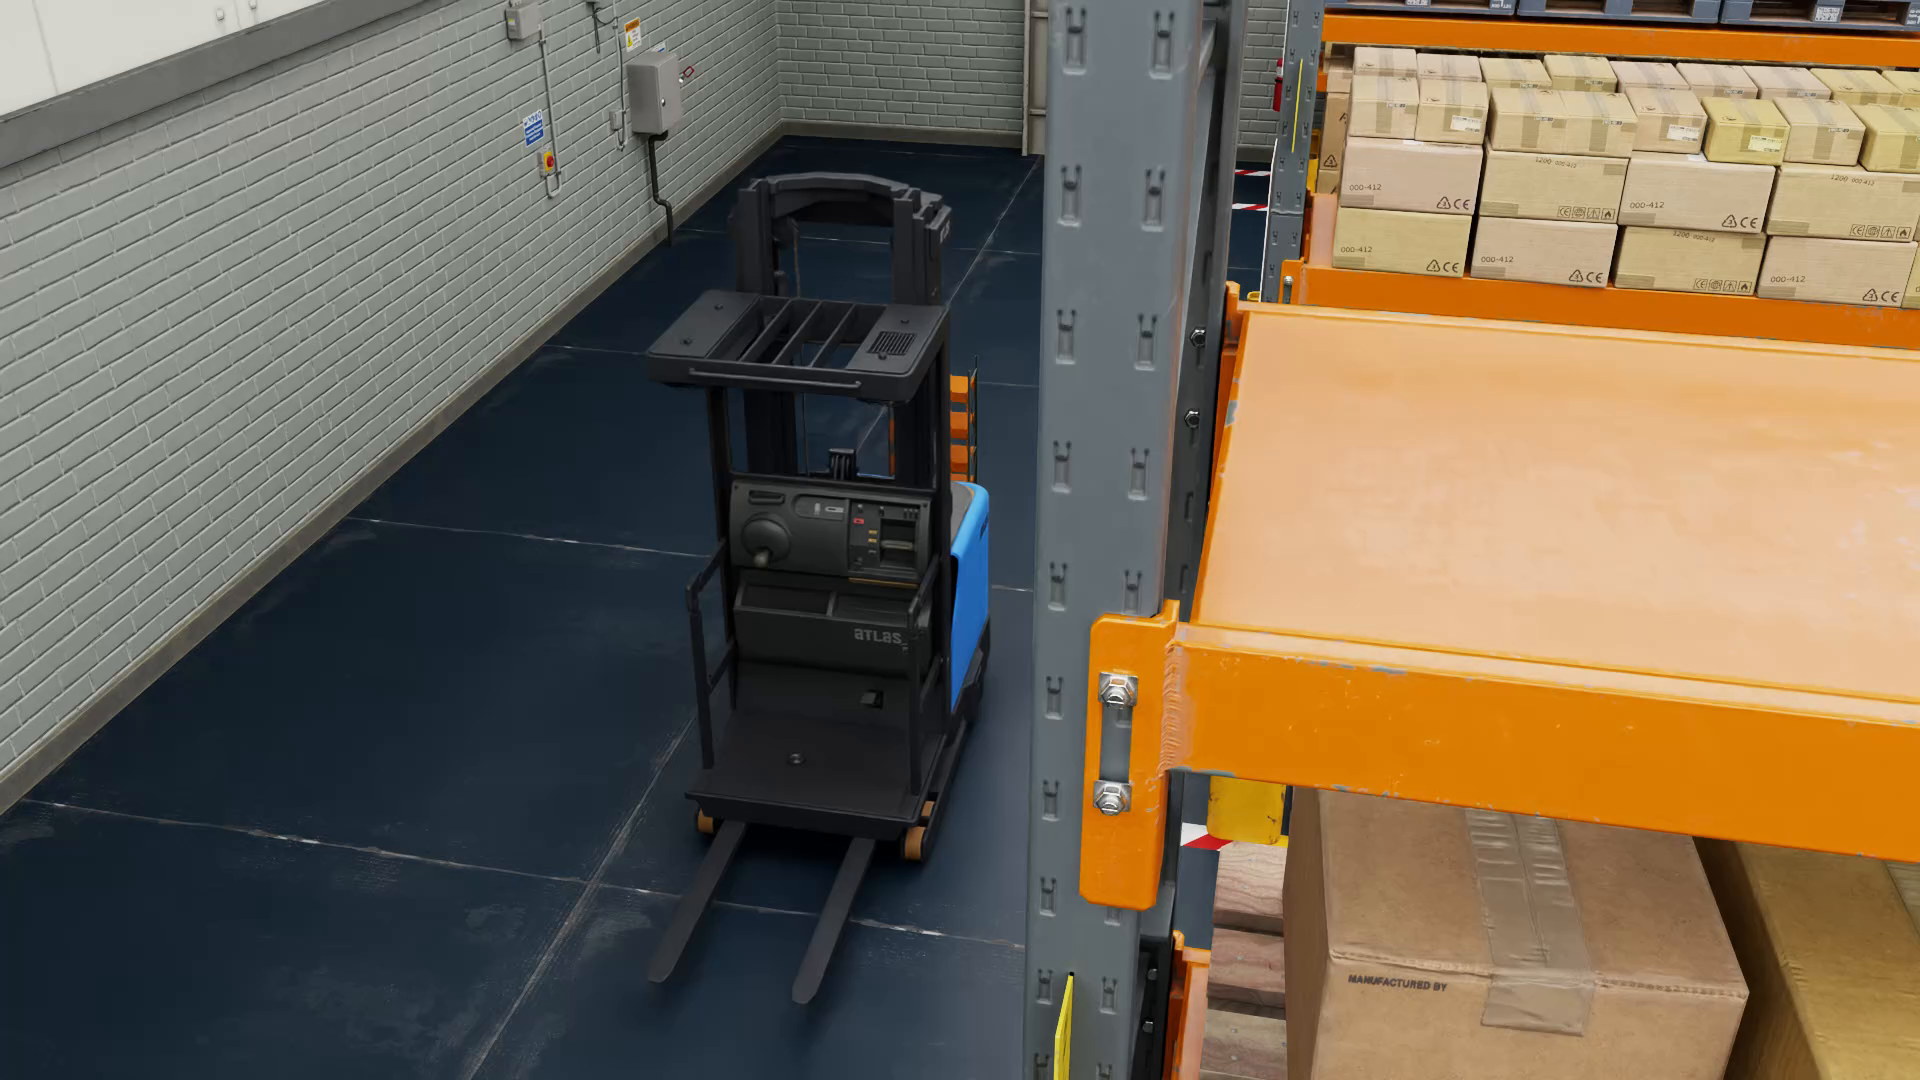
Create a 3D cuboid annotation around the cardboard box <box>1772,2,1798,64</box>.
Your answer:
[{"bbox_3d":[7.680,-4.518,14.999,0.500,0.500,0.700,7,29,12],"label":"cardboard box"}]

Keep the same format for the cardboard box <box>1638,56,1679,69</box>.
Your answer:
[{"bbox_3d":[4.707,-3.137,11.198,0.250,0.149,0.380,6,29,10],"label":"cardboard box"}]

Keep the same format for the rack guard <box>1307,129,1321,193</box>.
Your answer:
[{"bbox_3d":[3.416,-3.741,16.724,0.348,0.500,1.175,6,29,11],"label":"rack guard"}]

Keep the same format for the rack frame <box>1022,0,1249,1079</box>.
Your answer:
[{"bbox_3d":[0.240,-0.491,1.937,0.127,3.000,1.000,6,29,11],"label":"rack frame"}]

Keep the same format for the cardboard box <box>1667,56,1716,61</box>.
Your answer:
[{"bbox_3d":[6.705,-4.445,15.253,0.500,0.250,0.500,7,29,12],"label":"cardboard box"}]

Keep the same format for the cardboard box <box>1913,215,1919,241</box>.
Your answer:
[{"bbox_3d":[3.764,-1.281,6.140,0.500,0.250,0.500,7,29,13],"label":"cardboard box"}]

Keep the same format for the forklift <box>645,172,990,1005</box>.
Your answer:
[{"bbox_3d":[-0.633,0.005,7.350,1.130,2.935,3.031,6,29,10],"label":"forklift"}]

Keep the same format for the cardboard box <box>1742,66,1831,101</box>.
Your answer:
[{"bbox_3d":[3.261,-1.762,6.604,0.250,0.149,0.380,5,29,9],"label":"cardboard box"}]

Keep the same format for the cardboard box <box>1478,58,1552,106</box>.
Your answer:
[{"bbox_3d":[2.233,-1.831,6.730,0.250,0.149,0.380,5,29,9],"label":"cardboard box"}]

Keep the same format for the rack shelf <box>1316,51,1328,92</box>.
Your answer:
[{"bbox_3d":[5.298,-4.328,15.944,4.000,0.370,1.077,6,29,11],"label":"rack shelf"}]

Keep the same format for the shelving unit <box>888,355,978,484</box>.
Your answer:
[{"bbox_3d":[-0.162,-0.543,10.154,0.503,1.200,0.258,6,29,11],"label":"shelving unit"}]

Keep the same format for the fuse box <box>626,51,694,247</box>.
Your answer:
[{"bbox_3d":[-2.629,-3.474,14.976,0.414,1.711,0.539,6,29,11],"label":"fuse box"}]

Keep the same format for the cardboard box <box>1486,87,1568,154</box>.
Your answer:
[{"bbox_3d":[2.139,-1.588,6.285,0.250,0.149,0.380,6,29,10],"label":"cardboard box"}]

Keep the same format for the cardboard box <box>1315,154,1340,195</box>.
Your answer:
[{"bbox_3d":[2.719,-2.374,11.521,0.500,0.500,0.500,6,29,10],"label":"cardboard box"}]

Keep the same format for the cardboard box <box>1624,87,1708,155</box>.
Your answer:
[{"bbox_3d":[2.651,-1.587,6.283,0.250,0.149,0.380,7,29,12],"label":"cardboard box"}]

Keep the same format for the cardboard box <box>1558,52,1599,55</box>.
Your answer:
[{"bbox_3d":[5.727,-4.544,15.435,0.500,0.250,0.500,6,29,10],"label":"cardboard box"}]

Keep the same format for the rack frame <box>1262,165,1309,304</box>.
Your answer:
[{"bbox_3d":[1.374,-0.178,7.614,0.127,3.000,1.000,6,29,11],"label":"rack frame"}]

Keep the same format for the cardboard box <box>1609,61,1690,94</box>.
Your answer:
[{"bbox_3d":[2.749,-1.802,6.676,0.250,0.149,0.380,5,29,9],"label":"cardboard box"}]

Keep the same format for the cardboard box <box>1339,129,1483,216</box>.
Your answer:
[{"bbox_3d":[1.759,-1.481,6.505,0.500,0.250,0.500,6,29,11],"label":"cardboard box"}]

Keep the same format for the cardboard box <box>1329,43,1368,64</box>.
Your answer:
[{"bbox_3d":[2.702,-3.338,11.565,0.250,0.149,0.380,6,29,11],"label":"cardboard box"}]

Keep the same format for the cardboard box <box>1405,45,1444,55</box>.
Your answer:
[{"bbox_3d":[3.225,-3.338,11.564,0.250,0.149,0.380,6,29,10],"label":"cardboard box"}]

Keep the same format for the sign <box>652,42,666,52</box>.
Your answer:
[{"bbox_3d":[-2.728,-4.251,15.151,0.001,0.494,0.329,6,29,11],"label":"sign"}]

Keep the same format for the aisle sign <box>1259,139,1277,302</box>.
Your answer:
[{"bbox_3d":[1.240,-1.185,6.746,0.004,0.787,0.394,6,29,11],"label":"aisle sign"}]

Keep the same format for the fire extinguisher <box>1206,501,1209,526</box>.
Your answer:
[{"bbox_3d":[1.224,-0.223,8.164,0.183,0.674,0.296,6,29,11],"label":"fire extinguisher"}]

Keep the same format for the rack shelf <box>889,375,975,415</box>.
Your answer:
[{"bbox_3d":[-0.162,-0.888,9.966,0.480,0.148,0.258,6,29,11],"label":"rack shelf"}]

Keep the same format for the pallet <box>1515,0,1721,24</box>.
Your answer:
[{"bbox_3d":[4.233,-3.599,10.831,1.213,0.211,1.003,6,29,11],"label":"pallet"}]

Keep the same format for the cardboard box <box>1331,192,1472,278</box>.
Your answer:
[{"bbox_3d":[1.760,-1.263,6.628,0.500,0.250,0.500,7,29,12],"label":"cardboard box"}]

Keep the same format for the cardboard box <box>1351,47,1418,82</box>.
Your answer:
[{"bbox_3d":[1.761,-1.927,6.905,0.250,0.149,0.380,6,29,10],"label":"cardboard box"}]

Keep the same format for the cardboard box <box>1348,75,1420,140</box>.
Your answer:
[{"bbox_3d":[1.643,-1.683,6.459,0.250,0.149,0.380,6,29,10],"label":"cardboard box"}]

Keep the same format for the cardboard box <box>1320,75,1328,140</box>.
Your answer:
[{"bbox_3d":[2.830,-3.059,11.731,0.500,0.500,0.500,7,29,12],"label":"cardboard box"}]

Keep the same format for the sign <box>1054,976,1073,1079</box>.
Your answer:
[{"bbox_3d":[0.118,0.667,1.954,0.005,0.325,0.100,6,29,11],"label":"sign"}]

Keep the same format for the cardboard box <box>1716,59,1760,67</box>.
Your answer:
[{"bbox_3d":[5.223,-3.110,11.149,0.250,0.149,0.380,6,29,10],"label":"cardboard box"}]

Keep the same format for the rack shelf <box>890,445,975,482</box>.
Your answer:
[{"bbox_3d":[-0.162,-0.484,10.187,0.480,0.148,0.258,6,29,11],"label":"rack shelf"}]

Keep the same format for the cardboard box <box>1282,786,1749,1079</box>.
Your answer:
[{"bbox_3d":[0.759,0.580,2.460,0.500,0.500,0.700,4,29,7],"label":"cardboard box"}]

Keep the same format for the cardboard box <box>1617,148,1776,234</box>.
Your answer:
[{"bbox_3d":[2.751,-1.373,6.309,0.500,0.250,0.500,6,29,11],"label":"cardboard box"}]

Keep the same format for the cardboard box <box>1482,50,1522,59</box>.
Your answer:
[{"bbox_3d":[3.704,-3.234,11.374,0.250,0.149,0.380,6,29,10],"label":"cardboard box"}]

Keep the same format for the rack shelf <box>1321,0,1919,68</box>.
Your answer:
[{"bbox_3d":[4.265,-3.313,10.965,4.000,0.370,1.077,6,29,11],"label":"rack shelf"}]

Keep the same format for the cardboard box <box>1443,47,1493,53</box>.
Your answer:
[{"bbox_3d":[4.719,-4.638,15.606,0.500,0.250,0.500,5,29,10],"label":"cardboard box"}]

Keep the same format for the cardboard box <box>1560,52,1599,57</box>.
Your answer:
[{"bbox_3d":[4.214,-3.201,11.314,0.250,0.149,0.380,7,29,12],"label":"cardboard box"}]

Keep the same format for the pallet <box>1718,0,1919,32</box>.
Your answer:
[{"bbox_3d":[5.423,-3.476,10.606,1.213,0.211,1.003,6,29,11],"label":"pallet"}]

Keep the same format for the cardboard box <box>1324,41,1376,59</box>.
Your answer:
[{"bbox_3d":[3.729,-4.737,15.788,0.500,0.250,0.500,6,29,11],"label":"cardboard box"}]

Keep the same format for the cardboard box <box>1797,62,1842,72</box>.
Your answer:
[{"bbox_3d":[5.712,-3.051,11.040,0.250,0.149,0.380,6,29,11],"label":"cardboard box"}]

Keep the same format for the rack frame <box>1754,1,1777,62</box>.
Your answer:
[{"bbox_3d":[7.254,-4.443,15.405,0.127,3.000,1.000,6,29,11],"label":"rack frame"}]

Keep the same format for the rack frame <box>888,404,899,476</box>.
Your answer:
[{"bbox_3d":[-0.401,-0.567,10.199,0.015,1.200,0.240,6,29,11],"label":"rack frame"}]

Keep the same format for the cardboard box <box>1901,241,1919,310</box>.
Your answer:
[{"bbox_3d":[3.767,-1.056,6.249,0.500,0.250,0.500,6,29,10],"label":"cardboard box"}]

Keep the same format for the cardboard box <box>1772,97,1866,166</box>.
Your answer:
[{"bbox_3d":[3.156,-1.513,6.150,0.250,0.149,0.380,7,29,12],"label":"cardboard box"}]

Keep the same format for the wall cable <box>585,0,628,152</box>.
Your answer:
[{"bbox_3d":[-2.925,-4.180,13.866,0.122,1.984,0.588,6,29,11],"label":"wall cable"}]

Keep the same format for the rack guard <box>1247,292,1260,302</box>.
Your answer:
[{"bbox_3d":[2.286,-1.419,12.484,0.348,0.500,1.175,6,29,11],"label":"rack guard"}]

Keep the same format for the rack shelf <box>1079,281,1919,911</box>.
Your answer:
[{"bbox_3d":[2.195,0.201,1.840,4.000,0.370,1.077,6,29,11],"label":"rack shelf"}]

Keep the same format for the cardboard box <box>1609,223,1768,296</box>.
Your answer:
[{"bbox_3d":[2.780,-1.163,6.445,0.500,0.250,0.500,5,29,9],"label":"cardboard box"}]
